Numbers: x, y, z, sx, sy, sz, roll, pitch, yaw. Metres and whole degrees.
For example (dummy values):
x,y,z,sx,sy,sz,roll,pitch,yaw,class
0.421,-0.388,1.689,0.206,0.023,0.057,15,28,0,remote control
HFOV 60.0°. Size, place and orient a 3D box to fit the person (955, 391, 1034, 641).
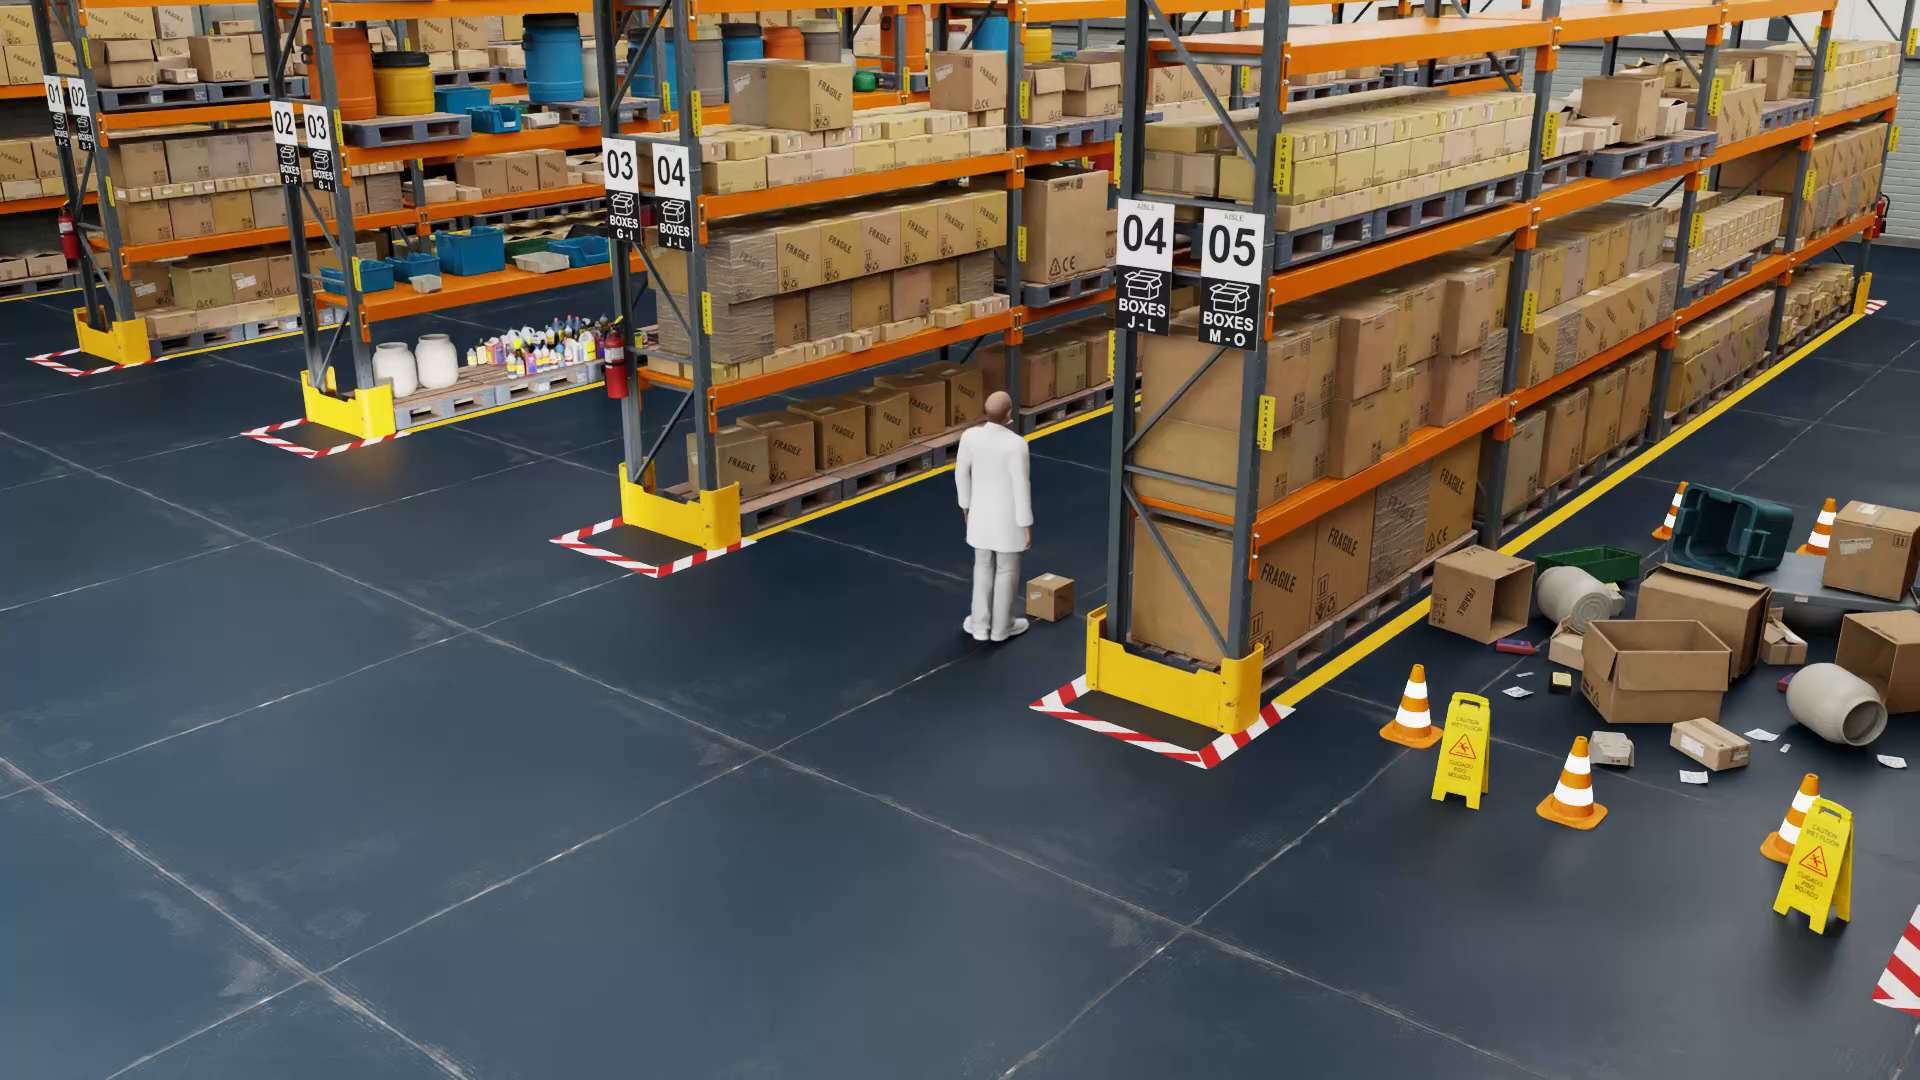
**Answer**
x,y,z,sx,sy,sz,roll,pitch,yaw,class
0.250,-0.171,11.519,0.630,1.776,0.450,11,23,28,person
